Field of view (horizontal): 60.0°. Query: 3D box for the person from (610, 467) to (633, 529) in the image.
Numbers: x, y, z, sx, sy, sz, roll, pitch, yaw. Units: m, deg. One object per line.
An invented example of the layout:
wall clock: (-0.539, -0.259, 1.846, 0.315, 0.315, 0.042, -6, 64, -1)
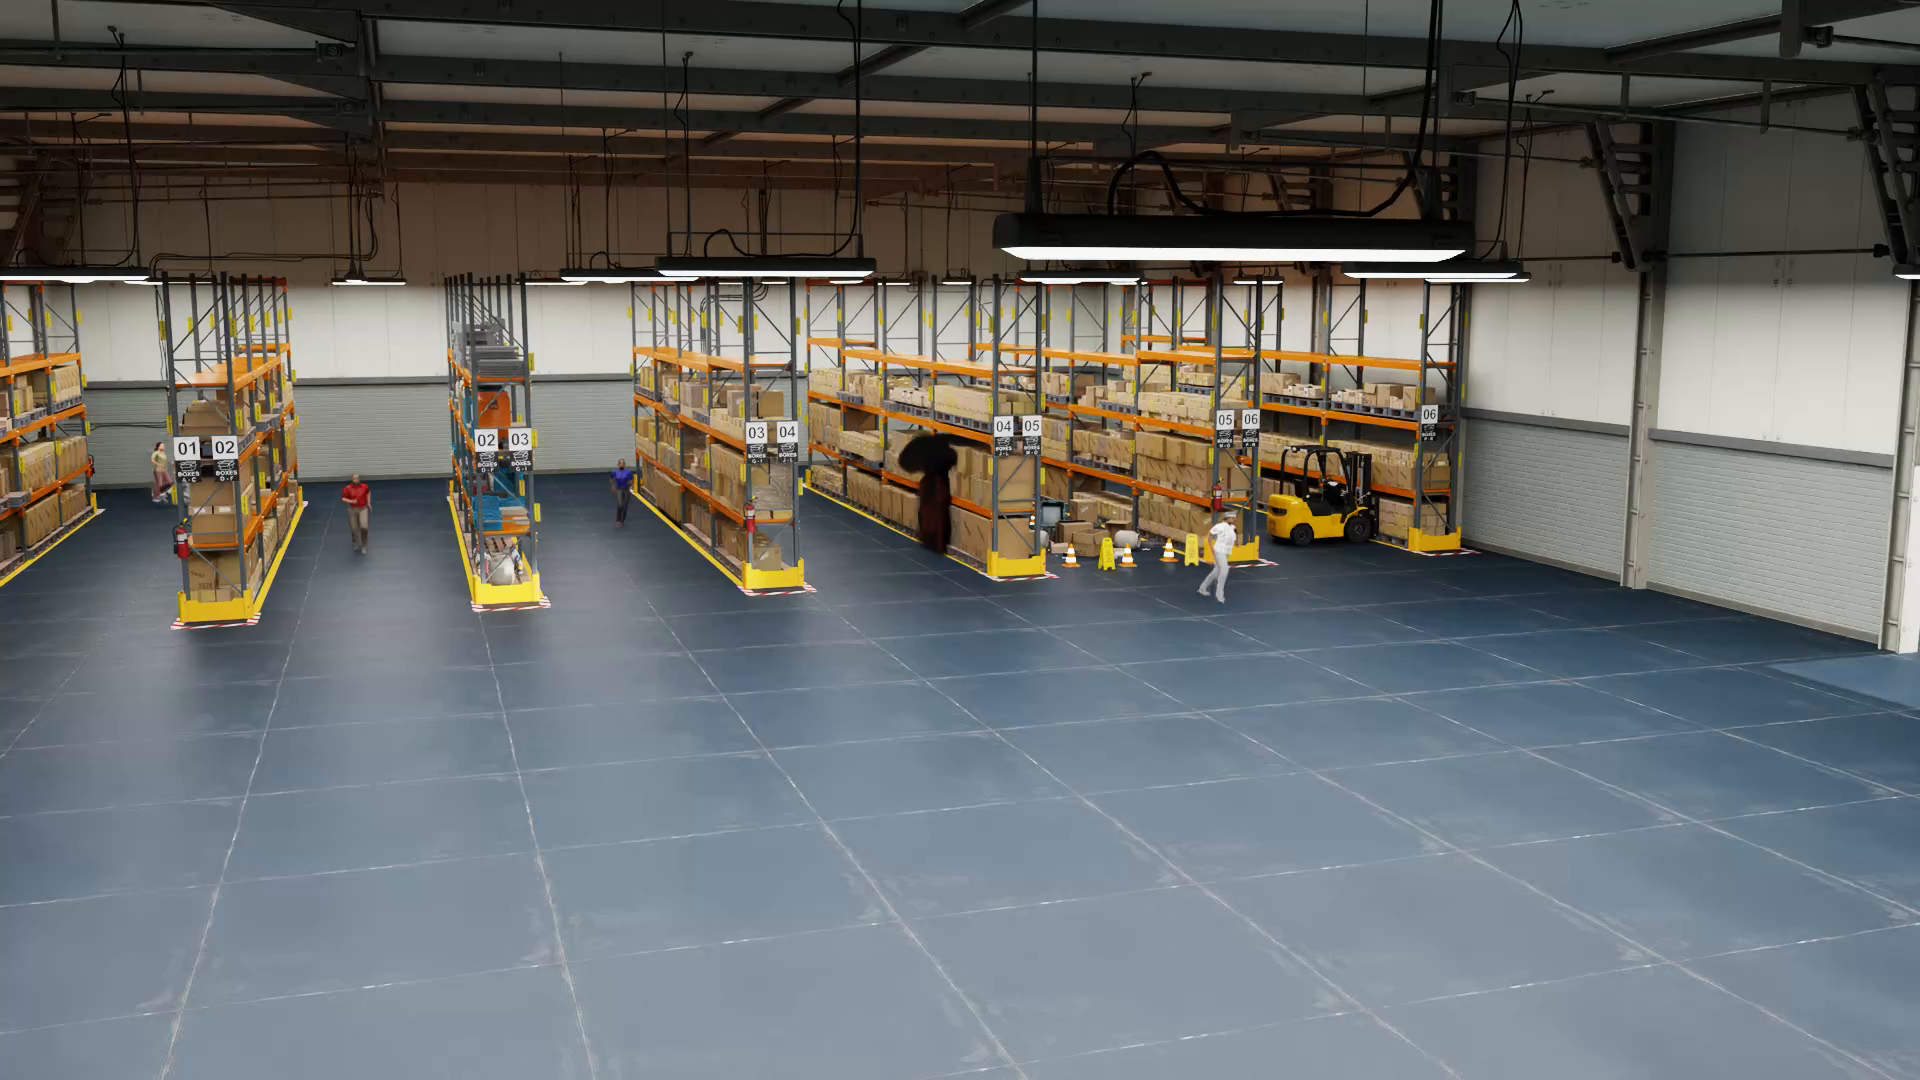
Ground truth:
person: (-8.142, -1.025, 40.117, 0.540, 1.492, 0.644, -3, 9, -21)

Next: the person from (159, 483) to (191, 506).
person: (-20.787, -1.598, 44.094, 0.886, 1.452, 0.624, -1, 9, -9)

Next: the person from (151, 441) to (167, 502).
person: (-21.657, -1.861, 45.079, 0.475, 1.619, 0.670, 2, 9, 13)

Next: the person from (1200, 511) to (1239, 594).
person: (4.841, 0.208, 30.785, 0.631, 1.522, 0.761, -8, 12, -44)
